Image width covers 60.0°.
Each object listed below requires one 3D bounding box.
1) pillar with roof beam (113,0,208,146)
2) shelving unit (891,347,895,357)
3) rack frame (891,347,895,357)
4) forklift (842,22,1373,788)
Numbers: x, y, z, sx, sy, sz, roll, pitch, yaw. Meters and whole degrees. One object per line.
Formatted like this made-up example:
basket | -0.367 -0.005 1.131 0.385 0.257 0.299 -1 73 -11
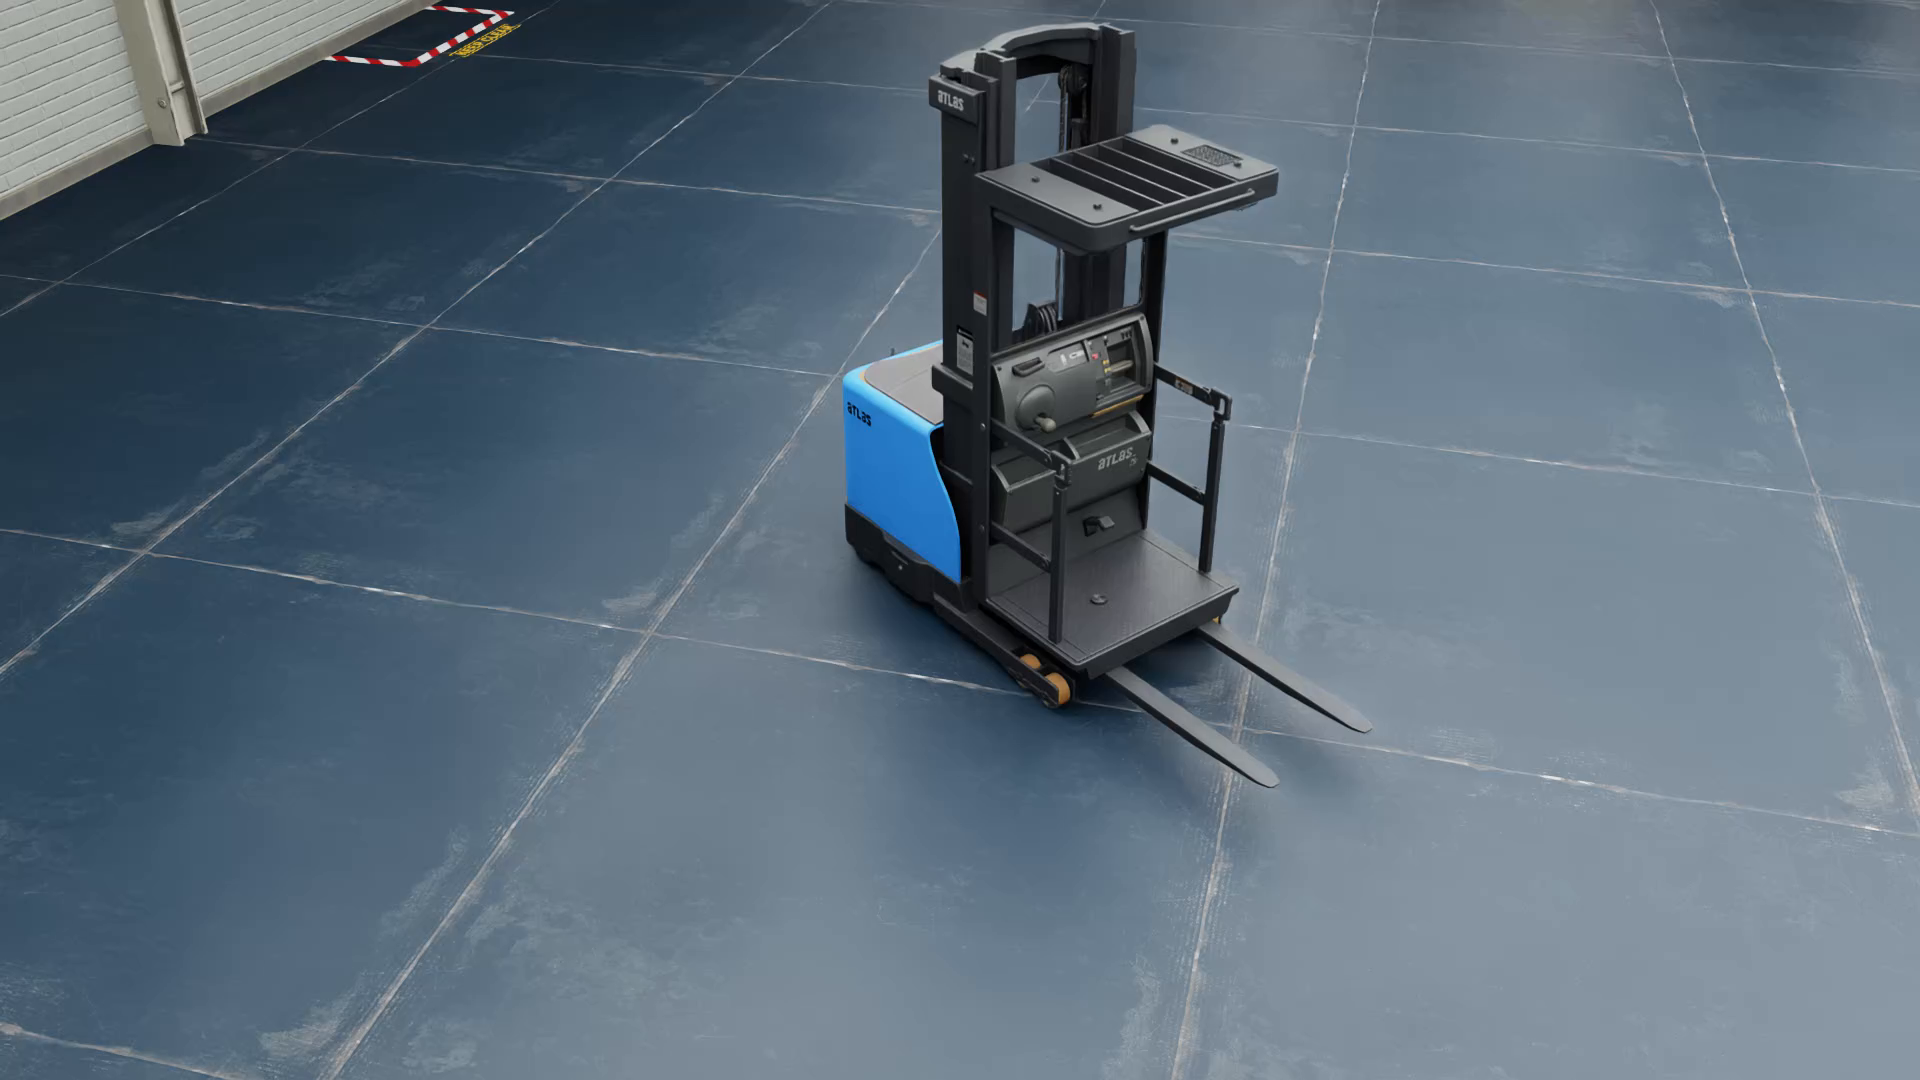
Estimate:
pillar with roof beam | -2.841 -6.825 11.599 9.100 9.000 0.400 8 33 12
shelving unit | -0.309 -0.618 9.383 0.258 0.900 0.210 12 34 18
rack frame | -0.271 -0.668 9.463 0.240 0.900 0.006 12 34 18
forklift | 0.674 -0.733 7.671 1.130 2.935 3.031 -23 39 -31
